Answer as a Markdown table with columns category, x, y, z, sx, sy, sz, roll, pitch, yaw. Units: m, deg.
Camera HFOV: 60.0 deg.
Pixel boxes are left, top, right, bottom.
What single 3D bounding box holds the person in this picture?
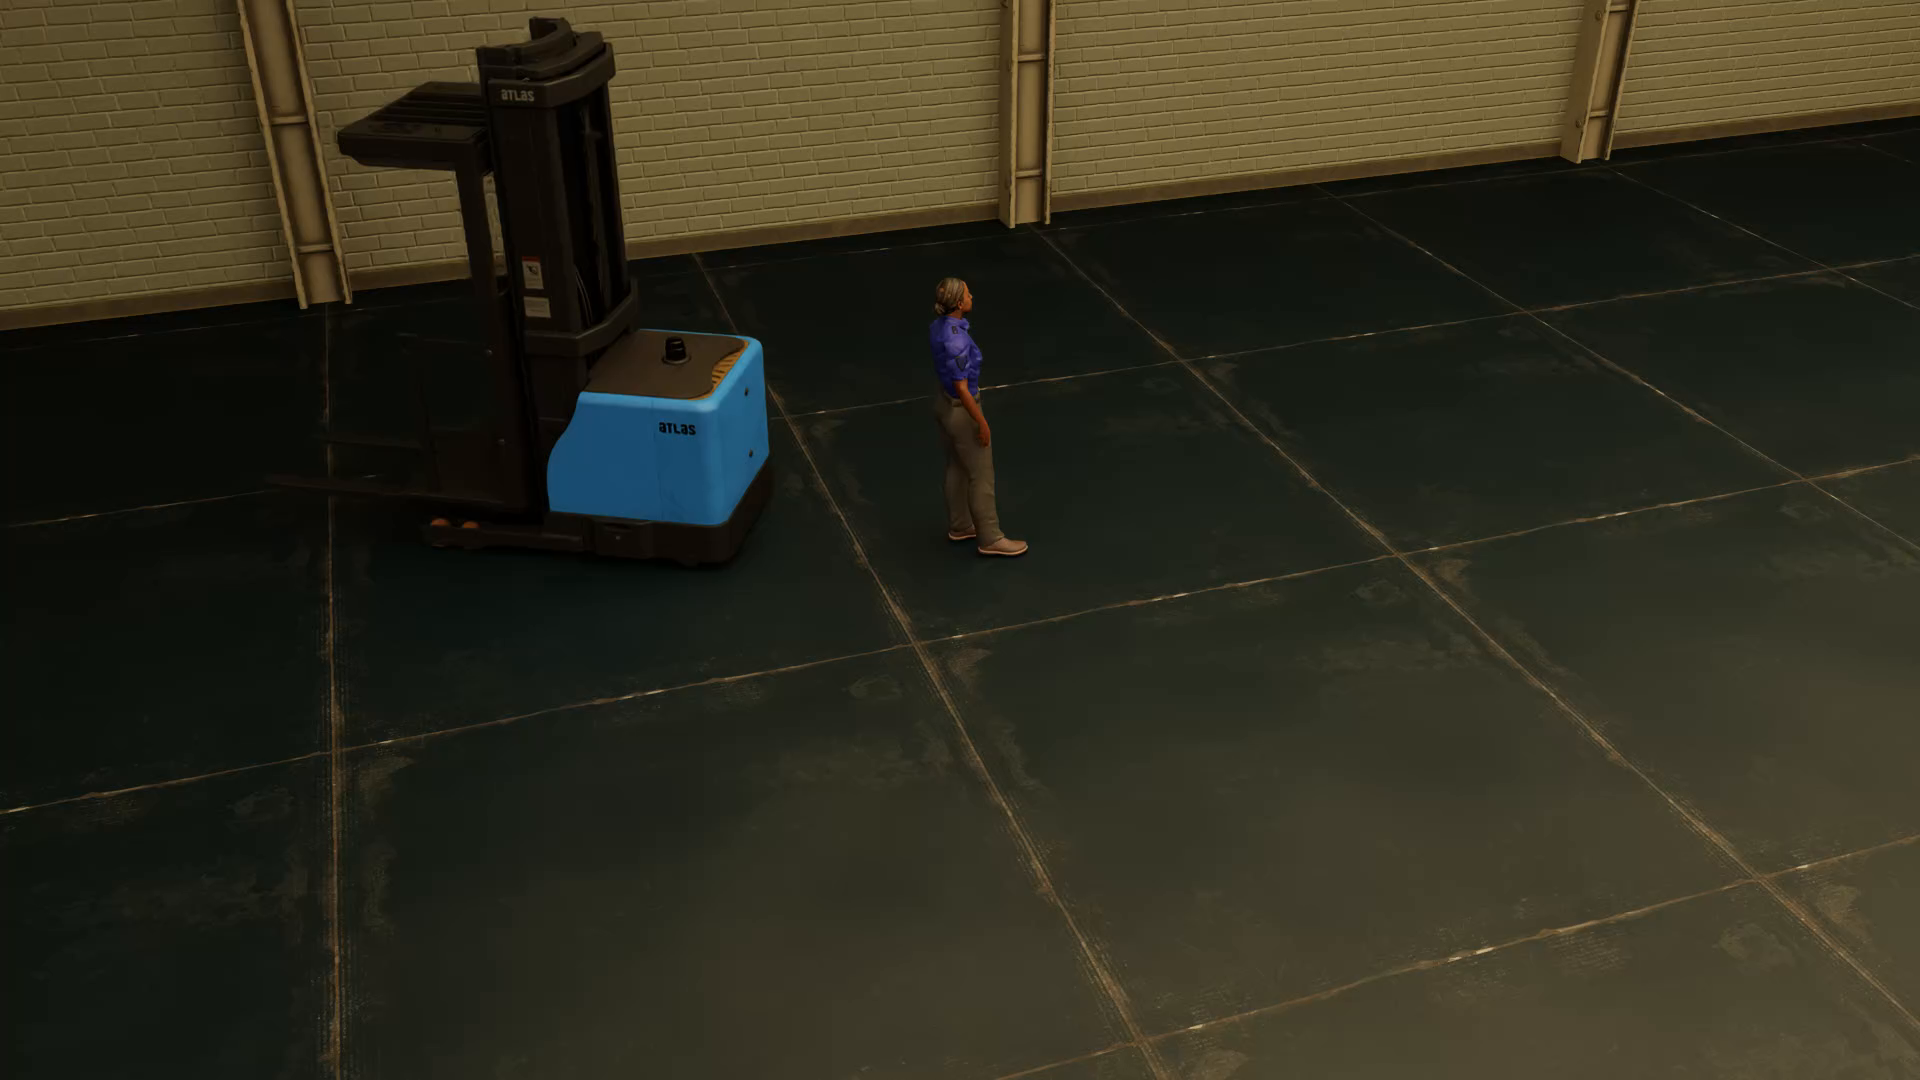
| category | x | y | z | sx | sy | sz | roll | pitch | yaw |
| --- | --- | --- | --- | --- | --- | --- | --- | --- | --- |
| person | 0.090 | -0.728 | 9.618 | 0.503 | 1.656 | 0.569 | -10 | 31 | -16 |

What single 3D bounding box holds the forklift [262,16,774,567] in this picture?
| category | x | y | z | sx | sy | sz | roll | pitch | yaw |
| --- | --- | --- | --- | --- | --- | --- | --- | --- | --- |
| forklift | -2.740 | -1.463 | 9.629 | 3.031 | 2.935 | 1.130 | 5 | 30 | 9 |
